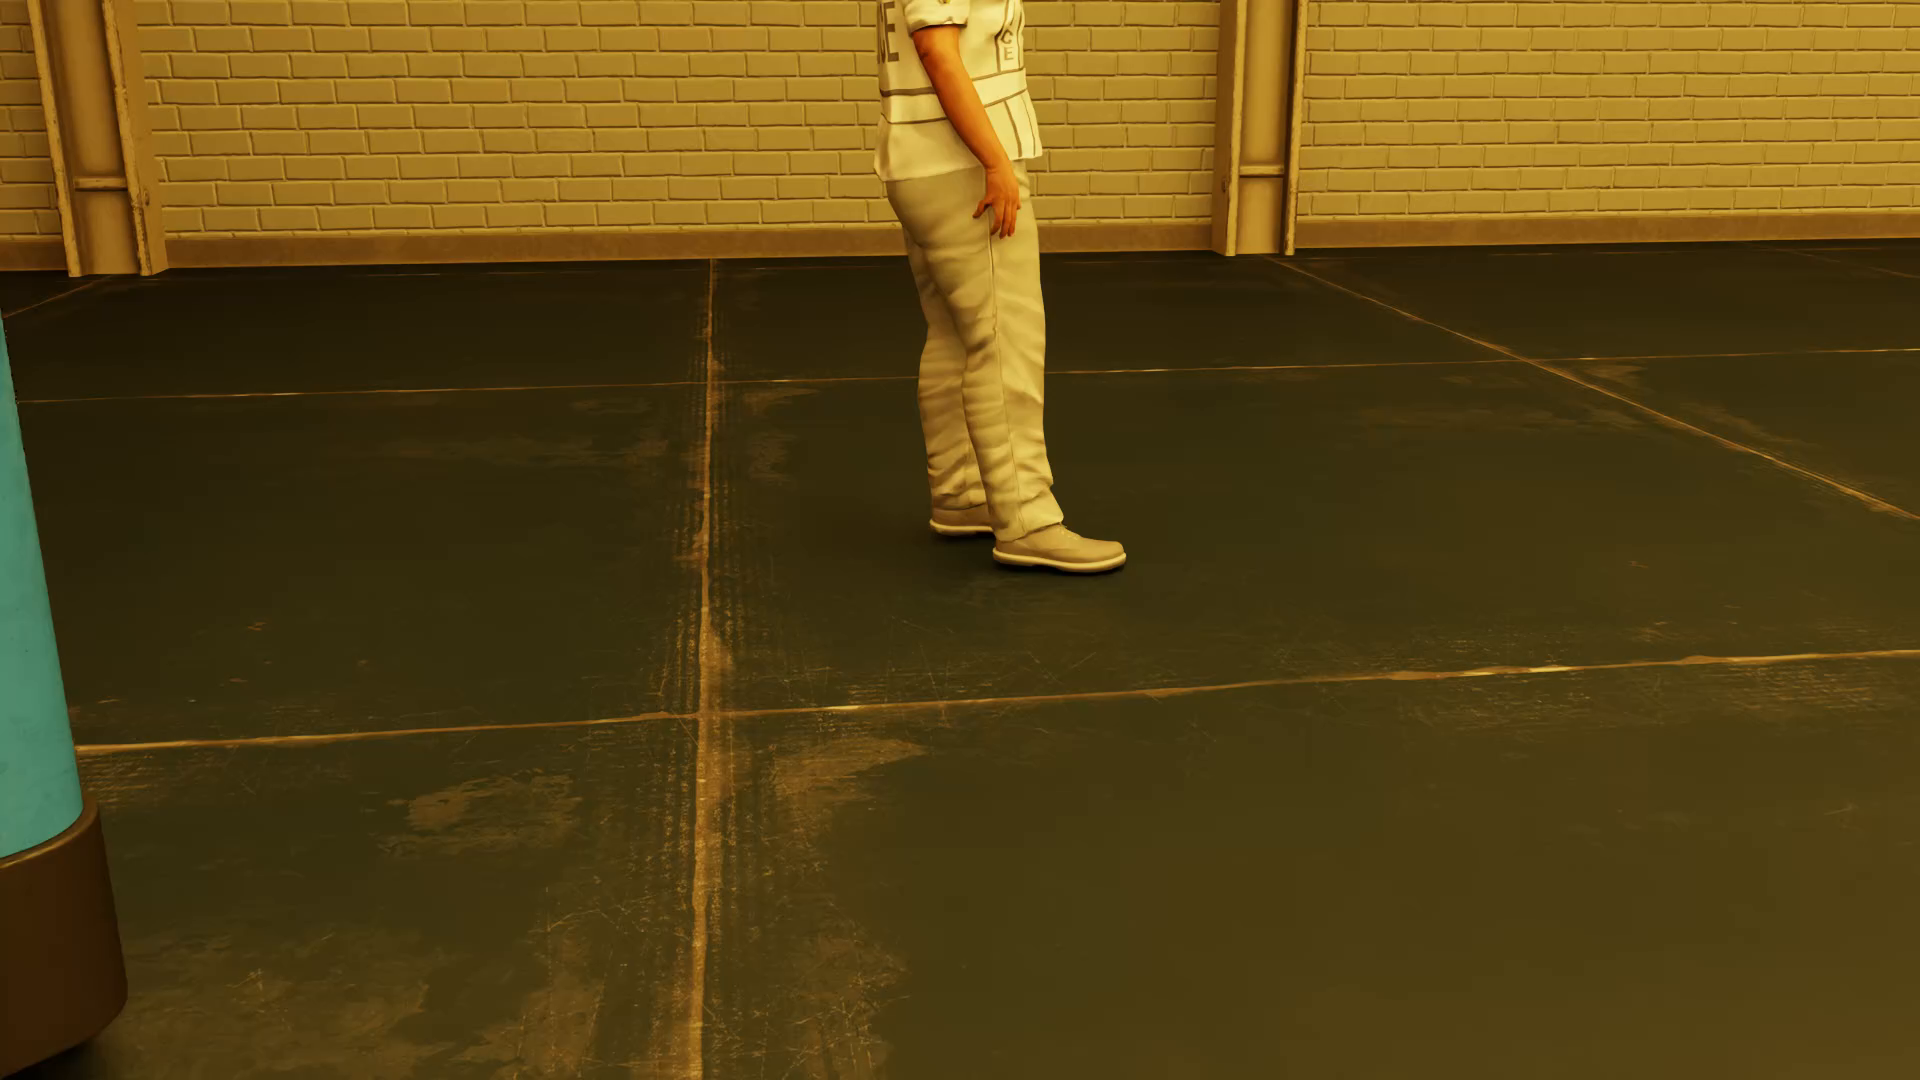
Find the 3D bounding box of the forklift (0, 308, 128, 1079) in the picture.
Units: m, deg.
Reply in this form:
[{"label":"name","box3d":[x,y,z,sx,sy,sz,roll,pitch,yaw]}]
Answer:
[{"label":"forklift","box3d":[-2.269,-0.544,0.690,1.130,2.935,3.031,13,21,36]}]

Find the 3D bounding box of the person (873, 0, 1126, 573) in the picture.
[{"label":"person","box3d":[0.079,-0.801,3.712,0.529,1.670,0.598,-2,17,-8]}]
